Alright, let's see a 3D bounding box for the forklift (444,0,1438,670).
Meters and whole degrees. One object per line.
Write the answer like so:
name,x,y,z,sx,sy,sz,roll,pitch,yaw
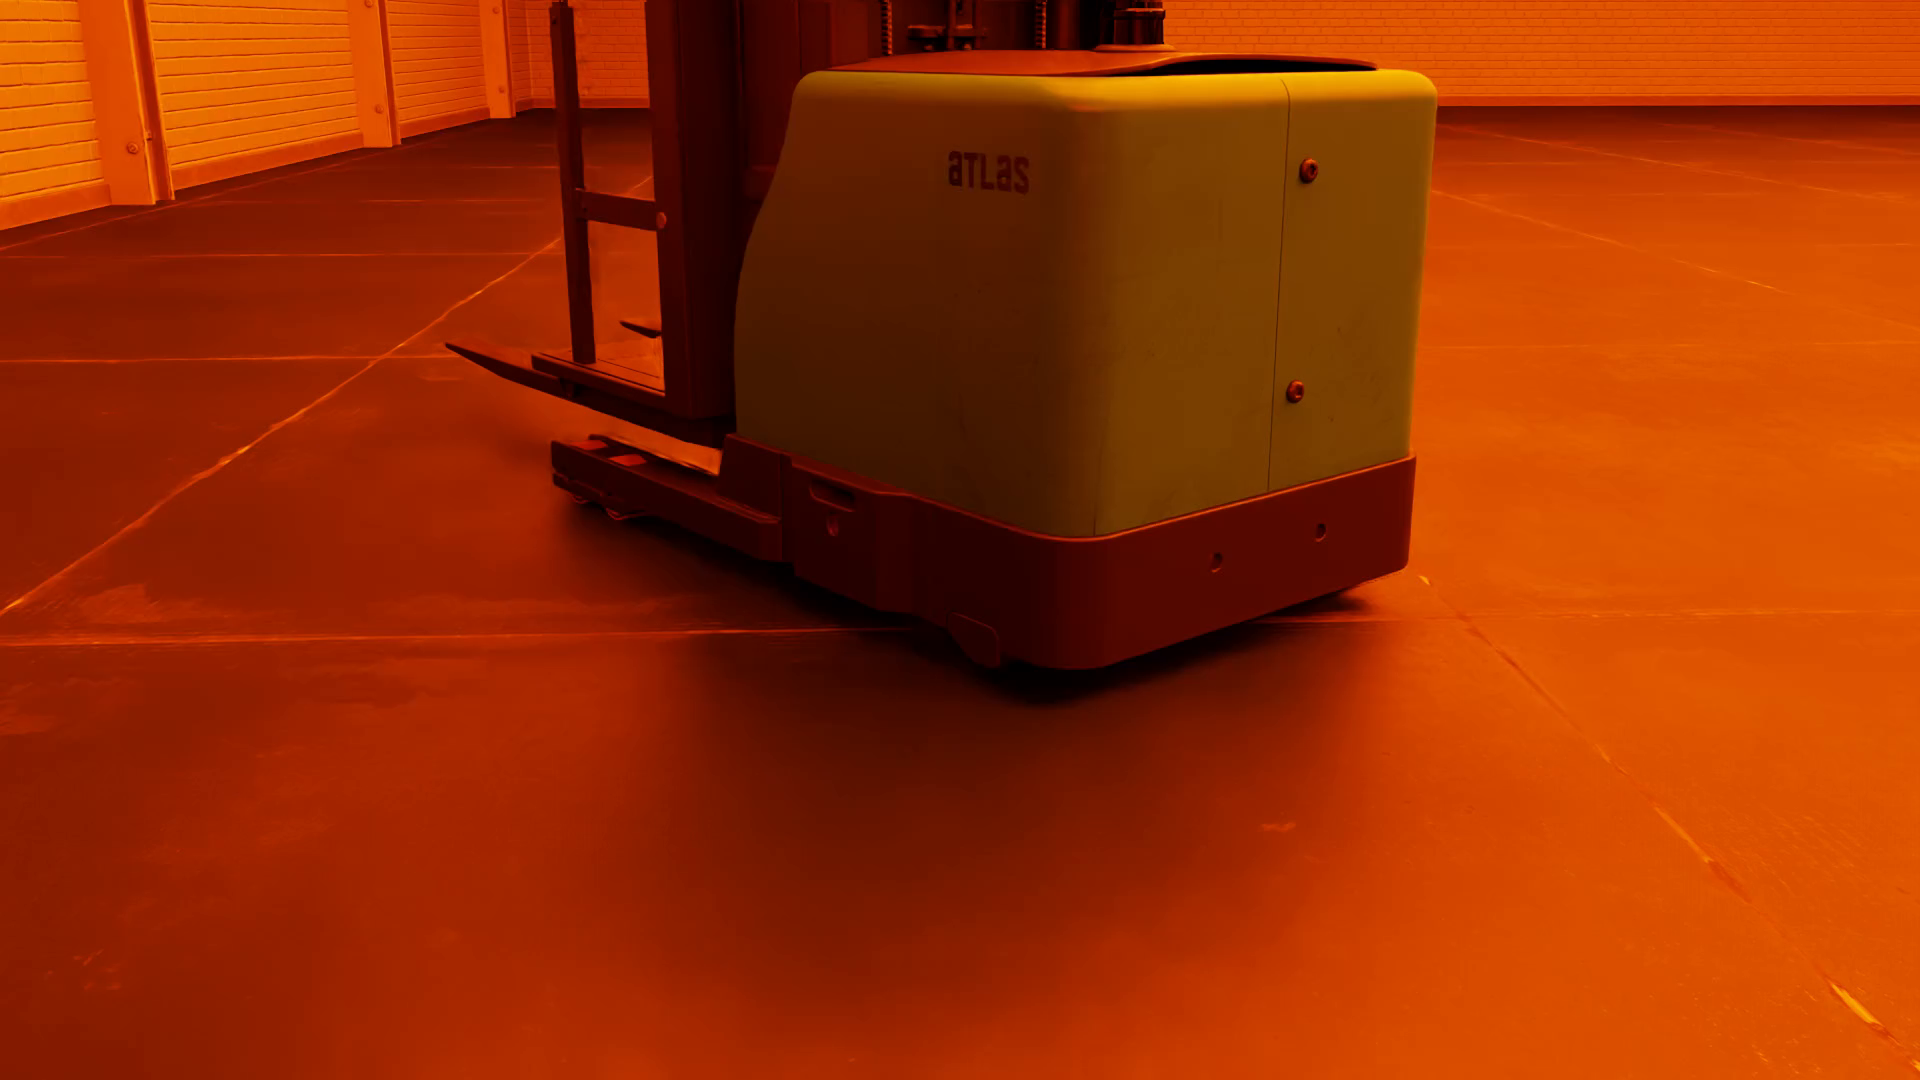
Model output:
forklift,-0.381,-1.529,3.907,1.130,2.935,3.031,-14,22,-38
